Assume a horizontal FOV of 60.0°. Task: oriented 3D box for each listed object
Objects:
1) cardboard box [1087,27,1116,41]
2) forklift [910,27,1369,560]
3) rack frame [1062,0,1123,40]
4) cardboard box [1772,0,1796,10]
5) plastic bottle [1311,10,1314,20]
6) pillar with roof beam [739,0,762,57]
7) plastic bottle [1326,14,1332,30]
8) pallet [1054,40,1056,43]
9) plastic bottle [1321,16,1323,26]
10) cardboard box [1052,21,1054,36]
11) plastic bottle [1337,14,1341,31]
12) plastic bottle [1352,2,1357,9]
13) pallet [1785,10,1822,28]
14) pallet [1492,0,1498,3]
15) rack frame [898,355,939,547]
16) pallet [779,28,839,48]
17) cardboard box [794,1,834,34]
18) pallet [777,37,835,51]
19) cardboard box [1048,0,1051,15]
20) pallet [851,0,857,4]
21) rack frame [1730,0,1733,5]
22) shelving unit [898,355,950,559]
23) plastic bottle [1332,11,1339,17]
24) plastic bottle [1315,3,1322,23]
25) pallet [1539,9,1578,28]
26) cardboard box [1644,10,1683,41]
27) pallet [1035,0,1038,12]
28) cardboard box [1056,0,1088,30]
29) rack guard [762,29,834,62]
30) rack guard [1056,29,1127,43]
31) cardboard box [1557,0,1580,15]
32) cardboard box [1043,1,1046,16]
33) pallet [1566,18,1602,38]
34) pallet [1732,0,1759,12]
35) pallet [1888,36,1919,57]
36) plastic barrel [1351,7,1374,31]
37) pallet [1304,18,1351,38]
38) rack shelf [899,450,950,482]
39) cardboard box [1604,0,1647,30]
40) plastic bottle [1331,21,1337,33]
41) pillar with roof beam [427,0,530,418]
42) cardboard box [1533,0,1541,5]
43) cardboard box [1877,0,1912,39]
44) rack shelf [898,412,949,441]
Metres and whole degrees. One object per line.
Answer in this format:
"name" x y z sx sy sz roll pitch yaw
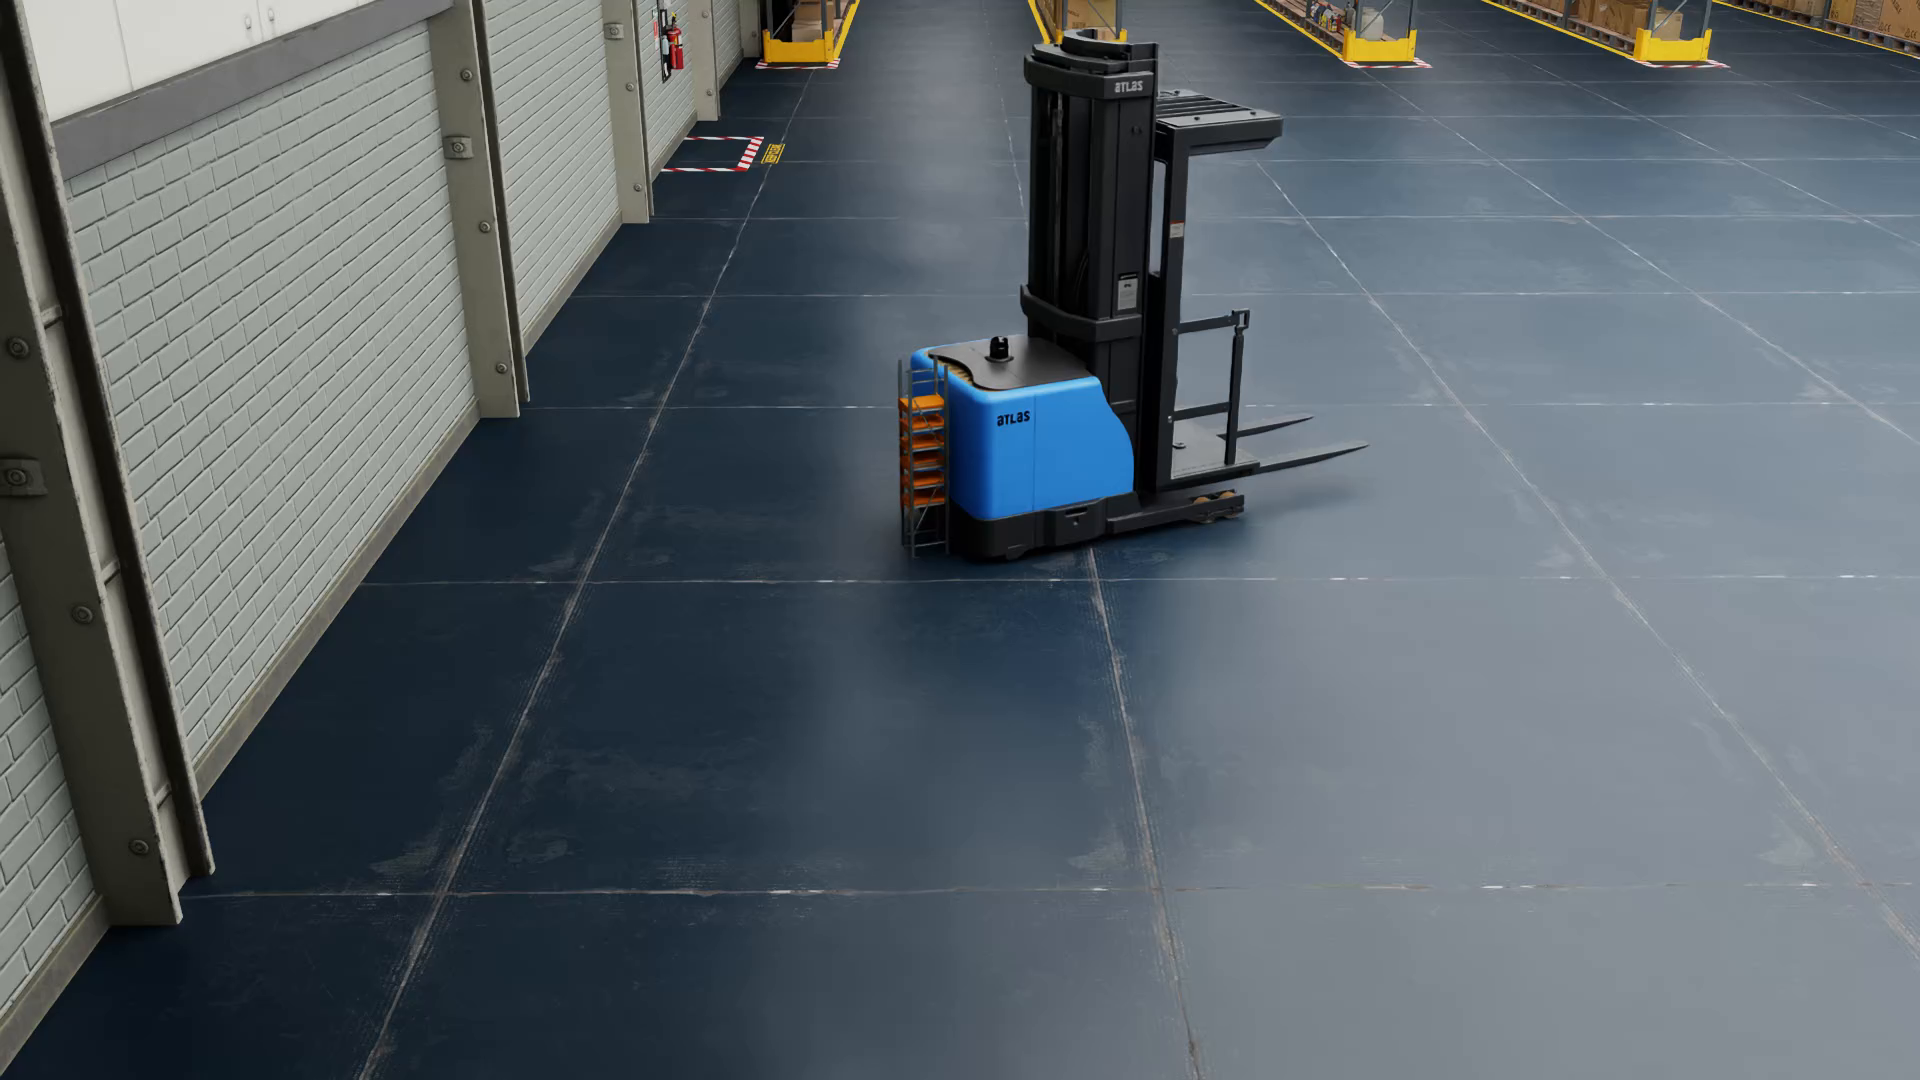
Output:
"cardboard box" 2.434 -8.668 28.602 0.500 0.250 0.500 0 24 -1
"forklift" 1.236 -1.619 10.274 3.031 2.935 1.130 -11 27 -24
"rack frame" 2.217 -9.507 27.631 1.000 3.000 0.127 0 24 -1
"cardboard box" 16.937 -10.998 33.148 1.050 0.750 0.750 0 24 -1
"plastic bottle" 6.693 -9.927 31.420 0.097 0.201 0.097 0 24 0
"pillar with roof beam" 0.696 -12.521 27.014 9.100 9.000 0.400 0 24 -1
"plastic bottle" 6.735 -9.403 30.173 0.152 0.276 0.135 -1 24 -2
"pallet" 2.167 -8.552 28.902 1.003 0.211 1.213 0 24 -1
"plastic bottle" 6.703 -9.573 30.638 0.097 0.201 0.097 0 24 0
"cardboard box" 1.891 -9.077 29.508 0.500 0.250 0.500 0 24 -1
"plastic bottle" 6.843 -9.350 30.046 0.061 0.283 0.133 0 24 -1
"plastic bottle" 7.422 -9.906 31.193 0.144 0.351 0.185 -1 24 -2
"pallet" 16.957 -10.226 32.605 1.003 0.211 1.213 0 24 -1
"pallet" 12.103 -11.901 36.308 1.003 0.211 1.213 0 24 -1
"rack frame" -0.244 -0.518 9.936 0.240 1.200 0.006 -9 26 -18
"pallet" -2.721 -9.081 30.072 1.003 0.211 1.213 0 24 -1
"cardboard box" -2.618 -9.368 29.822 0.700 0.500 0.500 -2 24 -4
"pallet" -2.710 -8.579 28.963 1.003 0.211 1.213 0 24 -1
"cardboard box" 1.877 -9.831 30.264 0.500 0.500 0.500 0 24 -1
"pallet" -2.756 -11.835 36.161 1.003 0.211 1.213 0 24 -1
"rack frame" 16.997 -12.827 34.972 1.000 3.000 0.127 0 24 -1
"shelving unit" -0.213 -0.482 9.858 0.258 1.200 0.189 -9 26 -18
"plastic bottle" 6.875 -9.559 30.517 0.152 0.276 0.135 0 24 -1
"plastic bottle" 6.721 -9.835 31.037 0.144 0.351 0.185 0 24 1
"pallet" 12.070 -10.249 32.654 1.003 0.211 1.213 0 24 -1
"cardboard box" 12.133 -8.860 28.724 0.500 0.500 0.500 4 25 9
"pallet" 2.100 -11.194 34.744 1.003 0.211 1.213 0 24 -1
"cardboard box" 1.914 -9.007 28.442 0.500 0.500 0.500 0 24 -1
"rack guard" -2.737 -8.376 28.163 1.175 0.500 0.348 0 24 -1
"rack guard" 2.218 -8.358 28.124 1.175 0.500 0.348 0 24 -1
"cardboard box" 12.094 -10.513 32.355 0.700 0.500 0.500 -2 24 -5
"cardboard box" 1.879 -10.264 32.130 0.500 0.250 0.500 0 24 -1
"pallet" 12.122 -9.651 31.334 1.003 0.211 1.213 0 24 -1
"pallet" 16.930 -11.232 34.828 1.003 0.211 1.213 0 24 -1
"pallet" 16.997 -8.589 28.986 1.003 0.211 1.213 0 24 -1
"plastic barrel" 7.081 -9.063 29.159 0.421 0.512 0.421 0 24 0
"pallet" 7.093 -9.629 31.284 1.003 0.211 1.213 0 24 -1
"rack shelf" -0.213 -0.442 9.877 0.258 0.103 0.180 -9 26 -18
"cardboard box" 12.143 -9.594 30.348 0.500 0.500 0.500 -2 24 -5
"plastic bottle" 6.712 -9.208 29.832 0.097 0.201 0.097 0 24 0
"pillar with roof beam" 0.893 -5.104 10.614 9.100 9.000 0.400 0 24 -1
"cardboard box" 12.095 -11.170 33.807 0.700 0.500 0.500 2 24 4
"cardboard box" 16.999 -9.396 29.453 0.875 0.875 0.875 -1 24 -1
"rack shelf" -0.214 -0.660 9.777 0.258 0.103 0.180 -9 26 -18
